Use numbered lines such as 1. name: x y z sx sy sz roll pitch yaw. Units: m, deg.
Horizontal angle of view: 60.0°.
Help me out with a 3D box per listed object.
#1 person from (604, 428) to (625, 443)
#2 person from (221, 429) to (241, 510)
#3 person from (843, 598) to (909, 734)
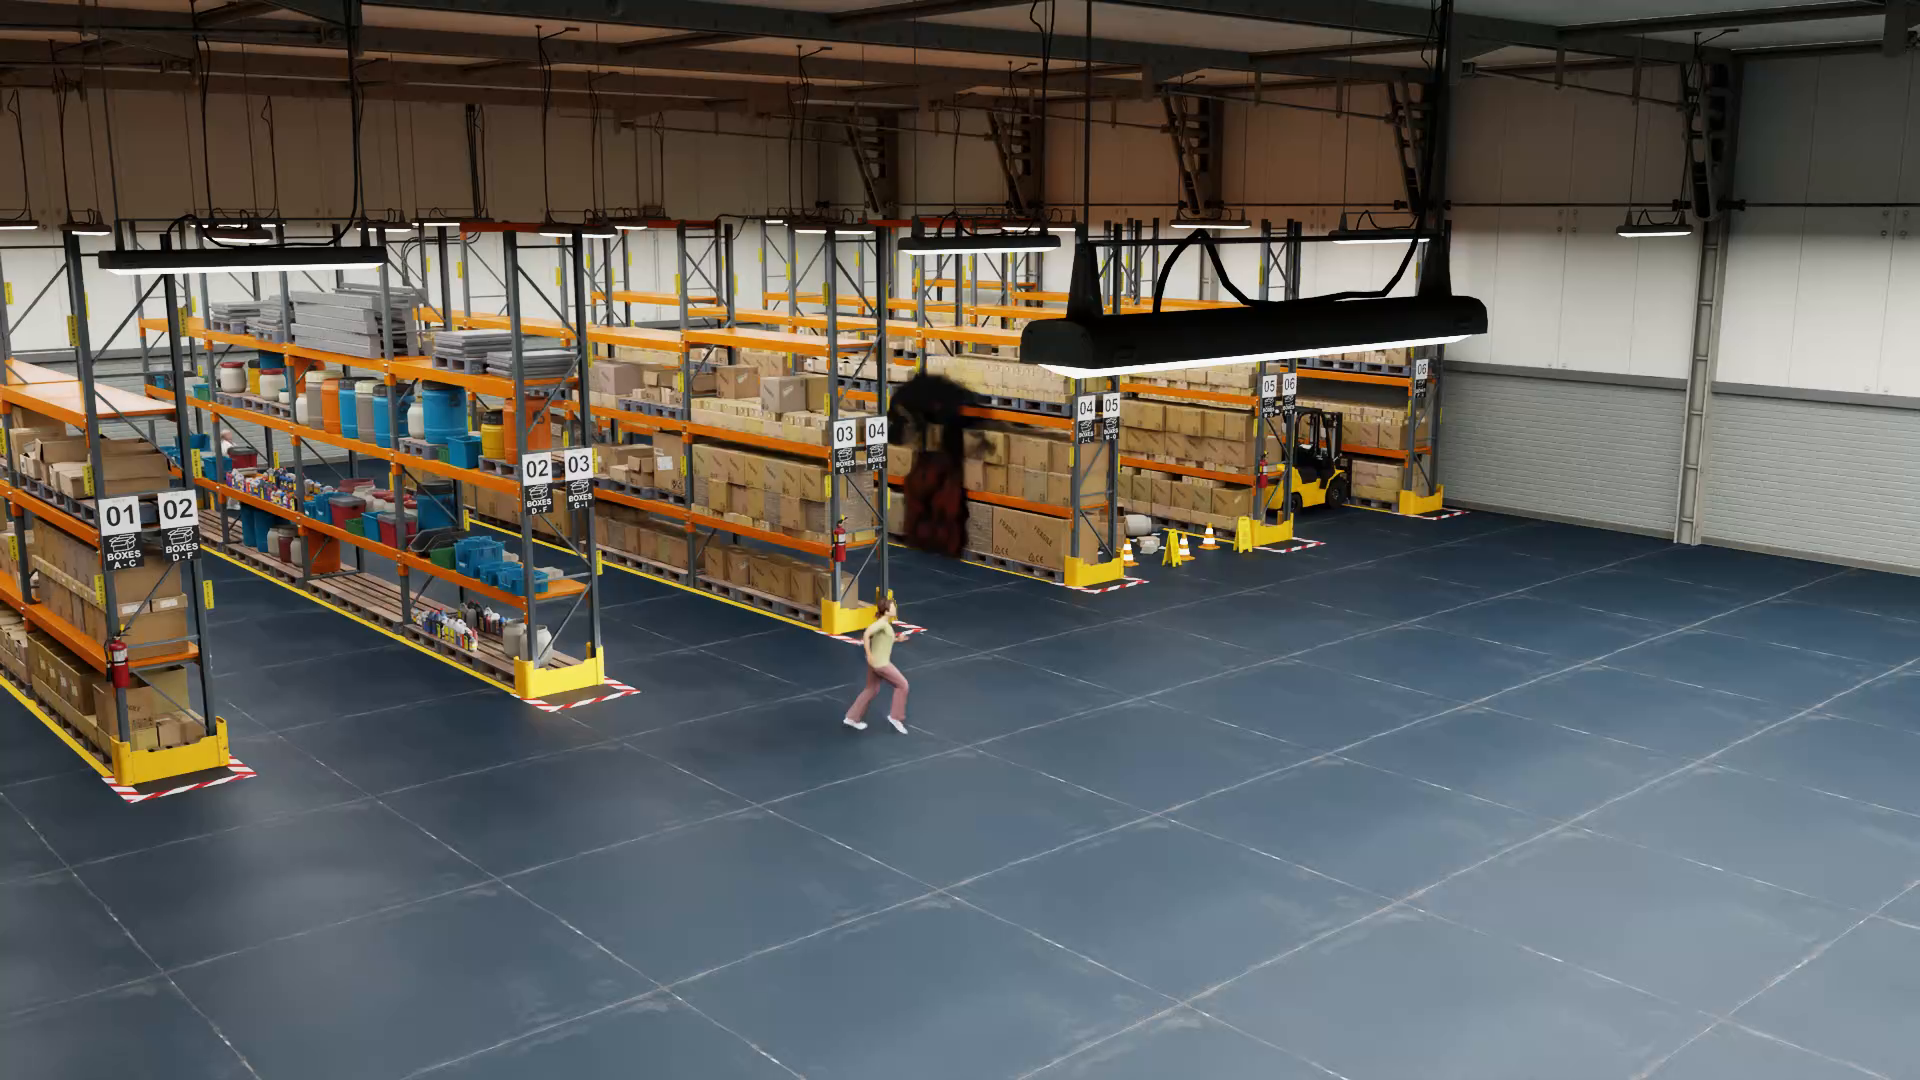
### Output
1. person: -8.518 -2.742 41.200 0.542 1.757 0.749 10 15 40
2. person: -15.180 -1.474 34.816 0.602 1.713 0.702 0 11 0
3. person: -1.015 1.538 20.075 0.818 1.694 0.599 -1 12 -7
